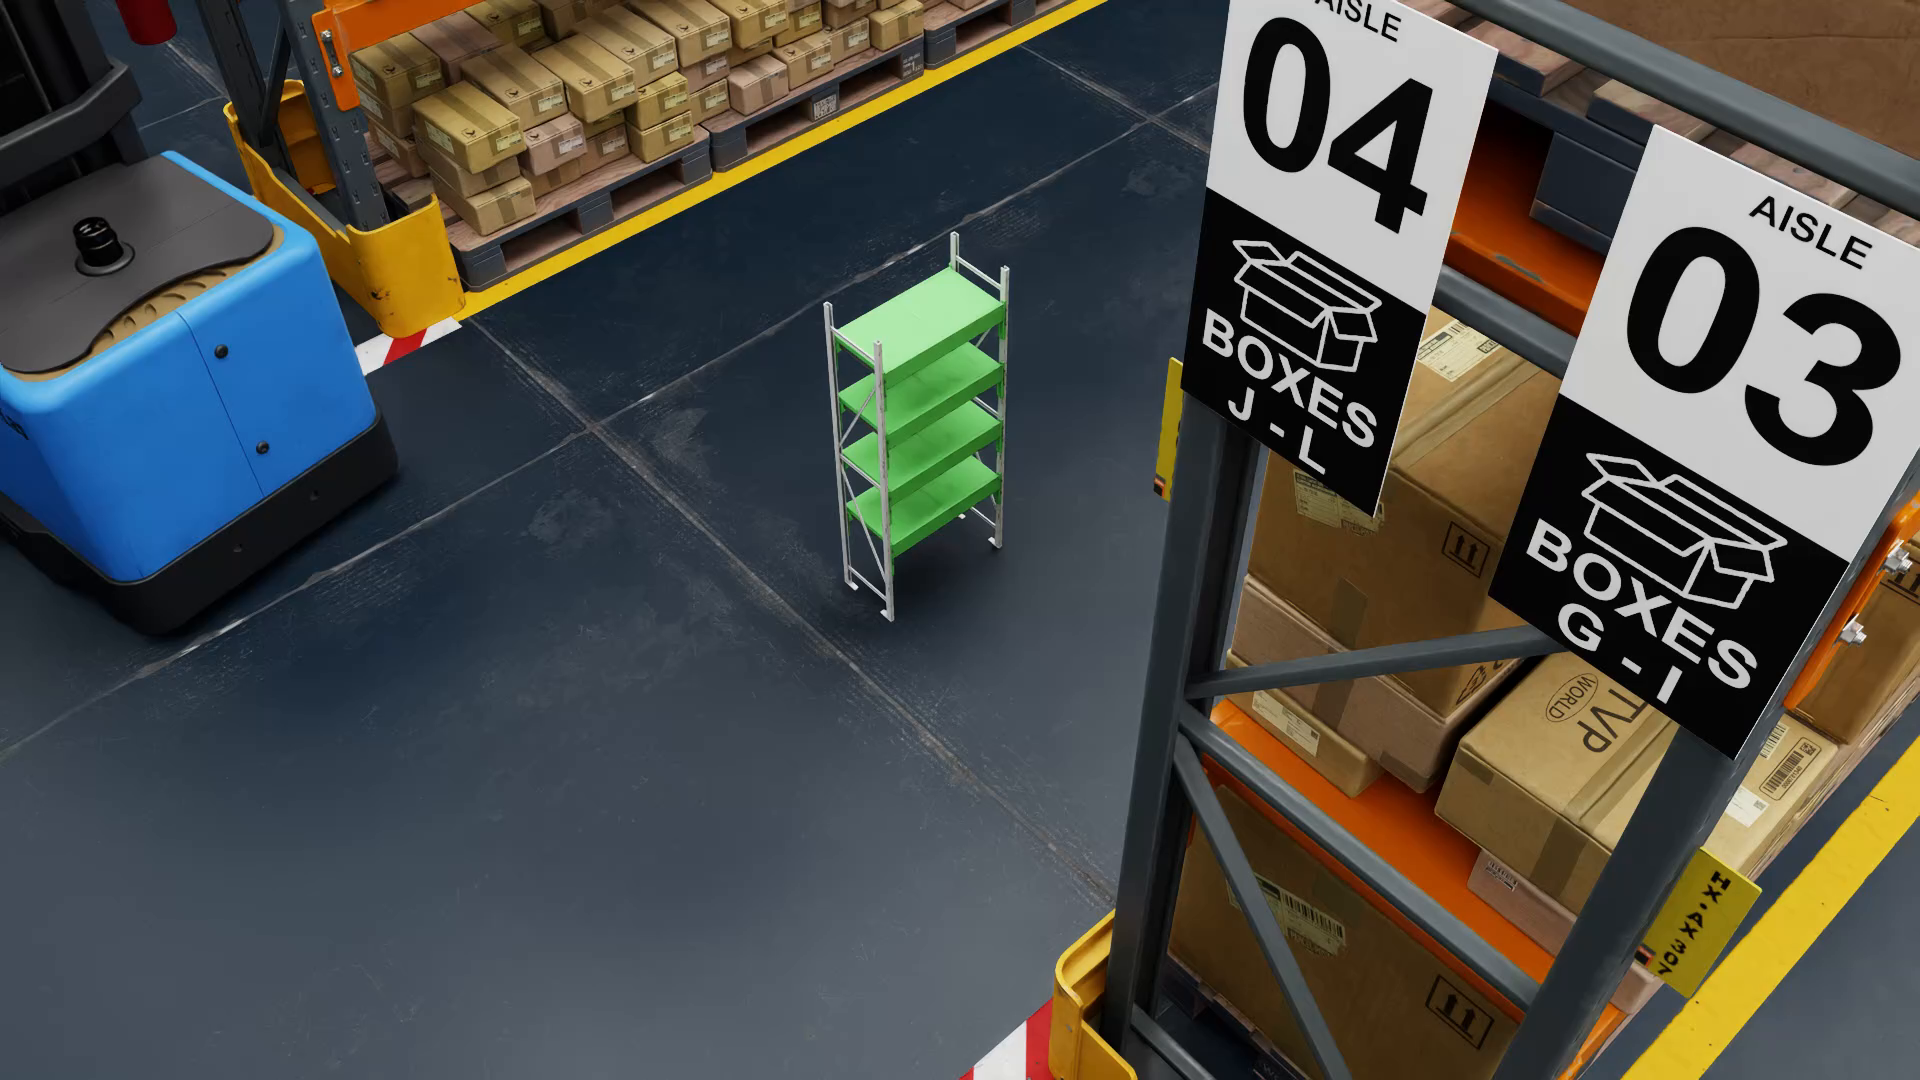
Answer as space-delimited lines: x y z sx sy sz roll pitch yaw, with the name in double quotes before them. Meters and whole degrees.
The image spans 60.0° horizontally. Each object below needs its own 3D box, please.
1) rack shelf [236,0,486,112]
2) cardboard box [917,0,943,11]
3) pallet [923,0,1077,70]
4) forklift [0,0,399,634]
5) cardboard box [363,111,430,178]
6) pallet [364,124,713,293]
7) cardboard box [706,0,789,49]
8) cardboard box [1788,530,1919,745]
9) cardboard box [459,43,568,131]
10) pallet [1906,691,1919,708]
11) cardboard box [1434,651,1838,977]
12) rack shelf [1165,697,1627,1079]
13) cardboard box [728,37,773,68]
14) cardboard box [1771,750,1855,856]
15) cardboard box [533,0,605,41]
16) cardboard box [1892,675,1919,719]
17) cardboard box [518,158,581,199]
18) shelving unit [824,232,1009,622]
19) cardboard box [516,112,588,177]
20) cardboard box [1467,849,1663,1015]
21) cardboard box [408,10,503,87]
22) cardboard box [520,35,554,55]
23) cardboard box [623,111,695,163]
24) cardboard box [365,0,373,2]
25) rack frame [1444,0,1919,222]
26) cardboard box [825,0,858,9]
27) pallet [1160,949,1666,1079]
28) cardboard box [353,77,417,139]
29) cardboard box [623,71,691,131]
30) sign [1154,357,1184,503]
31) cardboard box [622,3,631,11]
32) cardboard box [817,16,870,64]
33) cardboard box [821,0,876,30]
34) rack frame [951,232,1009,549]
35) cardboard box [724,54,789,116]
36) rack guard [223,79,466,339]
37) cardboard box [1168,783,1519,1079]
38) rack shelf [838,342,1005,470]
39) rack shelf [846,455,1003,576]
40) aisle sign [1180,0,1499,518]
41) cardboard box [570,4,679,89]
"rack shelf" -1.036 -2.891 6.866 4.000 0.370 1.077 -34 56 -27
"cardboard box" -0.294 -2.607 7.769 0.250 0.149 0.380 -35 56 -28
"pallet" -0.029 -2.827 8.215 1.213 0.211 1.003 -34 56 -27
"forklift" -3.466 -1.597 5.229 3.031 2.935 1.130 30 54 25
"cardboard box" -2.266 -1.695 6.927 0.250 0.149 0.380 -33 55 -27
"pallet" -1.835 -1.620 7.101 1.213 0.211 1.003 -34 56 -27
"cardboard box" -0.939 -2.259 7.043 0.250 0.149 0.380 -33 55 -27
"cardboard box" 1.653 -0.041 3.136 0.500 0.500 0.500 -35 56 -28
"cardboard box" -1.776 -1.799 6.618 0.250 0.149 0.380 -33 55 -27
"pallet" 3.091 -0.097 5.696 1.213 0.211 1.003 -34 56 -27
"cardboard box" 1.283 0.461 3.184 0.500 0.250 0.500 -35 56 -28
"rack shelf" 2.226 -0.144 4.331 4.000 0.370 1.077 -34 56 -27
"cardboard box" -1.025 -2.223 7.212 0.250 0.149 0.380 -31 54 -25
"cardboard box" 1.609 0.436 3.478 0.250 0.149 0.380 -35 56 -28
"cardboard box" -1.729 -2.307 7.086 0.250 0.149 0.380 -36 57 -28
"cardboard box" 1.990 0.181 3.713 0.250 0.149 0.380 -35 56 -28
"cardboard box" -1.774 -1.580 6.821 0.250 0.149 0.380 -34 56 -27
"shelving unit" -0.122 -0.325 5.234 0.503 1.200 0.258 -34 56 -27
"cardboard box" -1.715 -1.647 6.680 0.250 0.149 0.380 -34 56 -27
"cardboard box" 1.231 0.690 3.243 0.250 0.149 0.380 -33 55 -27
"cardboard box" -2.070 -2.016 6.818 0.250 0.149 0.380 -33 55 -26
"cardboard box" -1.934 -2.096 7.095 0.250 0.149 0.380 -36 57 -28
"cardboard box" -1.332 -1.774 7.000 0.250 0.149 0.380 -33 55 -27
"cardboard box" -2.055 -2.043 5.765 0.250 0.149 0.380 -34 56 -27
"rack frame" 0.746 -1.433 0.950 0.127 3.000 1.000 -34 56 -27
"cardboard box" -0.560 -2.499 7.264 0.250 0.149 0.380 -36 57 -28
"pallet" 1.285 1.109 4.583 1.213 0.211 1.003 -34 56 -27
"cardboard box" -2.317 -1.839 6.857 0.250 0.149 0.380 -35 56 -28
"cardboard box" -1.330 -1.884 6.899 0.250 0.149 0.380 -32 55 -26
"sign" 0.392 -0.174 2.920 0.005 0.325 0.100 -34 56 -27
"cardboard box" -1.559 -2.359 7.338 0.250 0.149 0.380 -33 55 -27
"cardboard box" -0.621 -2.316 7.500 0.250 0.149 0.380 -33 55 -27
"cardboard box" -0.592 -2.460 7.431 0.380 0.149 0.250 36 57 29
"rack frame" 0.058 -0.446 5.345 0.015 1.200 0.240 -34 56 -27
"cardboard box" -0.965 -2.028 7.234 0.380 0.149 0.250 36 57 29
"rack guard" -2.459 -1.336 6.642 0.348 0.500 1.175 -34 56 -27
"cardboard box" 1.166 0.819 4.113 0.875 0.875 0.875 -34 56 -27
"rack shelf" -0.122 -0.444 5.104 0.480 0.148 0.258 -34 56 -27
"rack shelf" -0.122 -0.119 5.457 0.480 0.148 0.258 -34 56 -27
"aisle sign" 0.491 -0.408 2.317 0.004 0.787 0.394 -34 56 -27
"cardboard box" -1.376 -2.022 6.824 0.380 0.149 0.250 36 57 29
